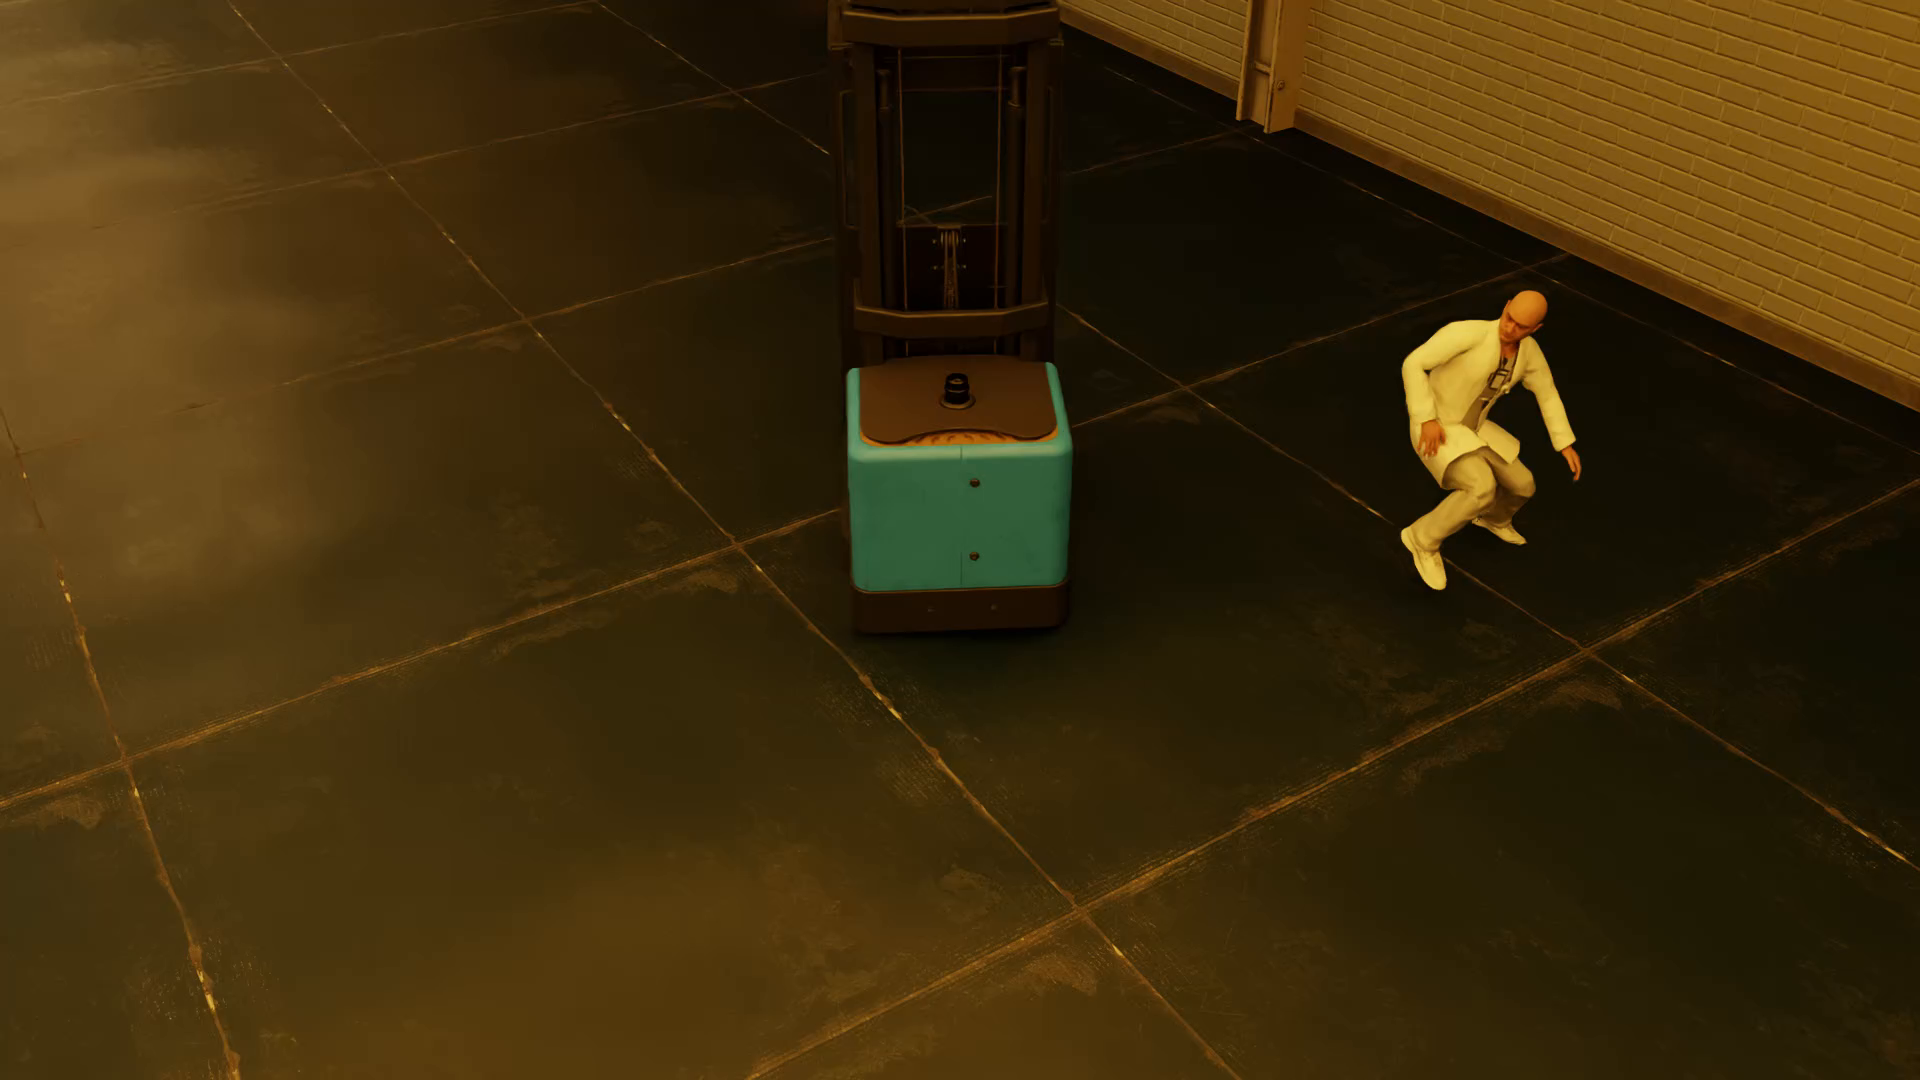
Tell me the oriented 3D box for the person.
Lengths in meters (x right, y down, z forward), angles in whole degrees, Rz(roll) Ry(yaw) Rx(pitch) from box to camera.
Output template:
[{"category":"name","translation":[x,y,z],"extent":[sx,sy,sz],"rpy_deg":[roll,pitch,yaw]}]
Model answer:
[{"category":"person","translation":[2.579,-0.506,8.152],"extent":[0.846,1.553,0.675],"rpy_deg":[-20,40,-26]}]

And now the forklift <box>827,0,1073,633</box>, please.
[{"category":"forklift","translation":[-0.080,-1.579,8.394],"extent":[1.130,2.935,3.031],"rpy_deg":[-2,35,-3]}]
